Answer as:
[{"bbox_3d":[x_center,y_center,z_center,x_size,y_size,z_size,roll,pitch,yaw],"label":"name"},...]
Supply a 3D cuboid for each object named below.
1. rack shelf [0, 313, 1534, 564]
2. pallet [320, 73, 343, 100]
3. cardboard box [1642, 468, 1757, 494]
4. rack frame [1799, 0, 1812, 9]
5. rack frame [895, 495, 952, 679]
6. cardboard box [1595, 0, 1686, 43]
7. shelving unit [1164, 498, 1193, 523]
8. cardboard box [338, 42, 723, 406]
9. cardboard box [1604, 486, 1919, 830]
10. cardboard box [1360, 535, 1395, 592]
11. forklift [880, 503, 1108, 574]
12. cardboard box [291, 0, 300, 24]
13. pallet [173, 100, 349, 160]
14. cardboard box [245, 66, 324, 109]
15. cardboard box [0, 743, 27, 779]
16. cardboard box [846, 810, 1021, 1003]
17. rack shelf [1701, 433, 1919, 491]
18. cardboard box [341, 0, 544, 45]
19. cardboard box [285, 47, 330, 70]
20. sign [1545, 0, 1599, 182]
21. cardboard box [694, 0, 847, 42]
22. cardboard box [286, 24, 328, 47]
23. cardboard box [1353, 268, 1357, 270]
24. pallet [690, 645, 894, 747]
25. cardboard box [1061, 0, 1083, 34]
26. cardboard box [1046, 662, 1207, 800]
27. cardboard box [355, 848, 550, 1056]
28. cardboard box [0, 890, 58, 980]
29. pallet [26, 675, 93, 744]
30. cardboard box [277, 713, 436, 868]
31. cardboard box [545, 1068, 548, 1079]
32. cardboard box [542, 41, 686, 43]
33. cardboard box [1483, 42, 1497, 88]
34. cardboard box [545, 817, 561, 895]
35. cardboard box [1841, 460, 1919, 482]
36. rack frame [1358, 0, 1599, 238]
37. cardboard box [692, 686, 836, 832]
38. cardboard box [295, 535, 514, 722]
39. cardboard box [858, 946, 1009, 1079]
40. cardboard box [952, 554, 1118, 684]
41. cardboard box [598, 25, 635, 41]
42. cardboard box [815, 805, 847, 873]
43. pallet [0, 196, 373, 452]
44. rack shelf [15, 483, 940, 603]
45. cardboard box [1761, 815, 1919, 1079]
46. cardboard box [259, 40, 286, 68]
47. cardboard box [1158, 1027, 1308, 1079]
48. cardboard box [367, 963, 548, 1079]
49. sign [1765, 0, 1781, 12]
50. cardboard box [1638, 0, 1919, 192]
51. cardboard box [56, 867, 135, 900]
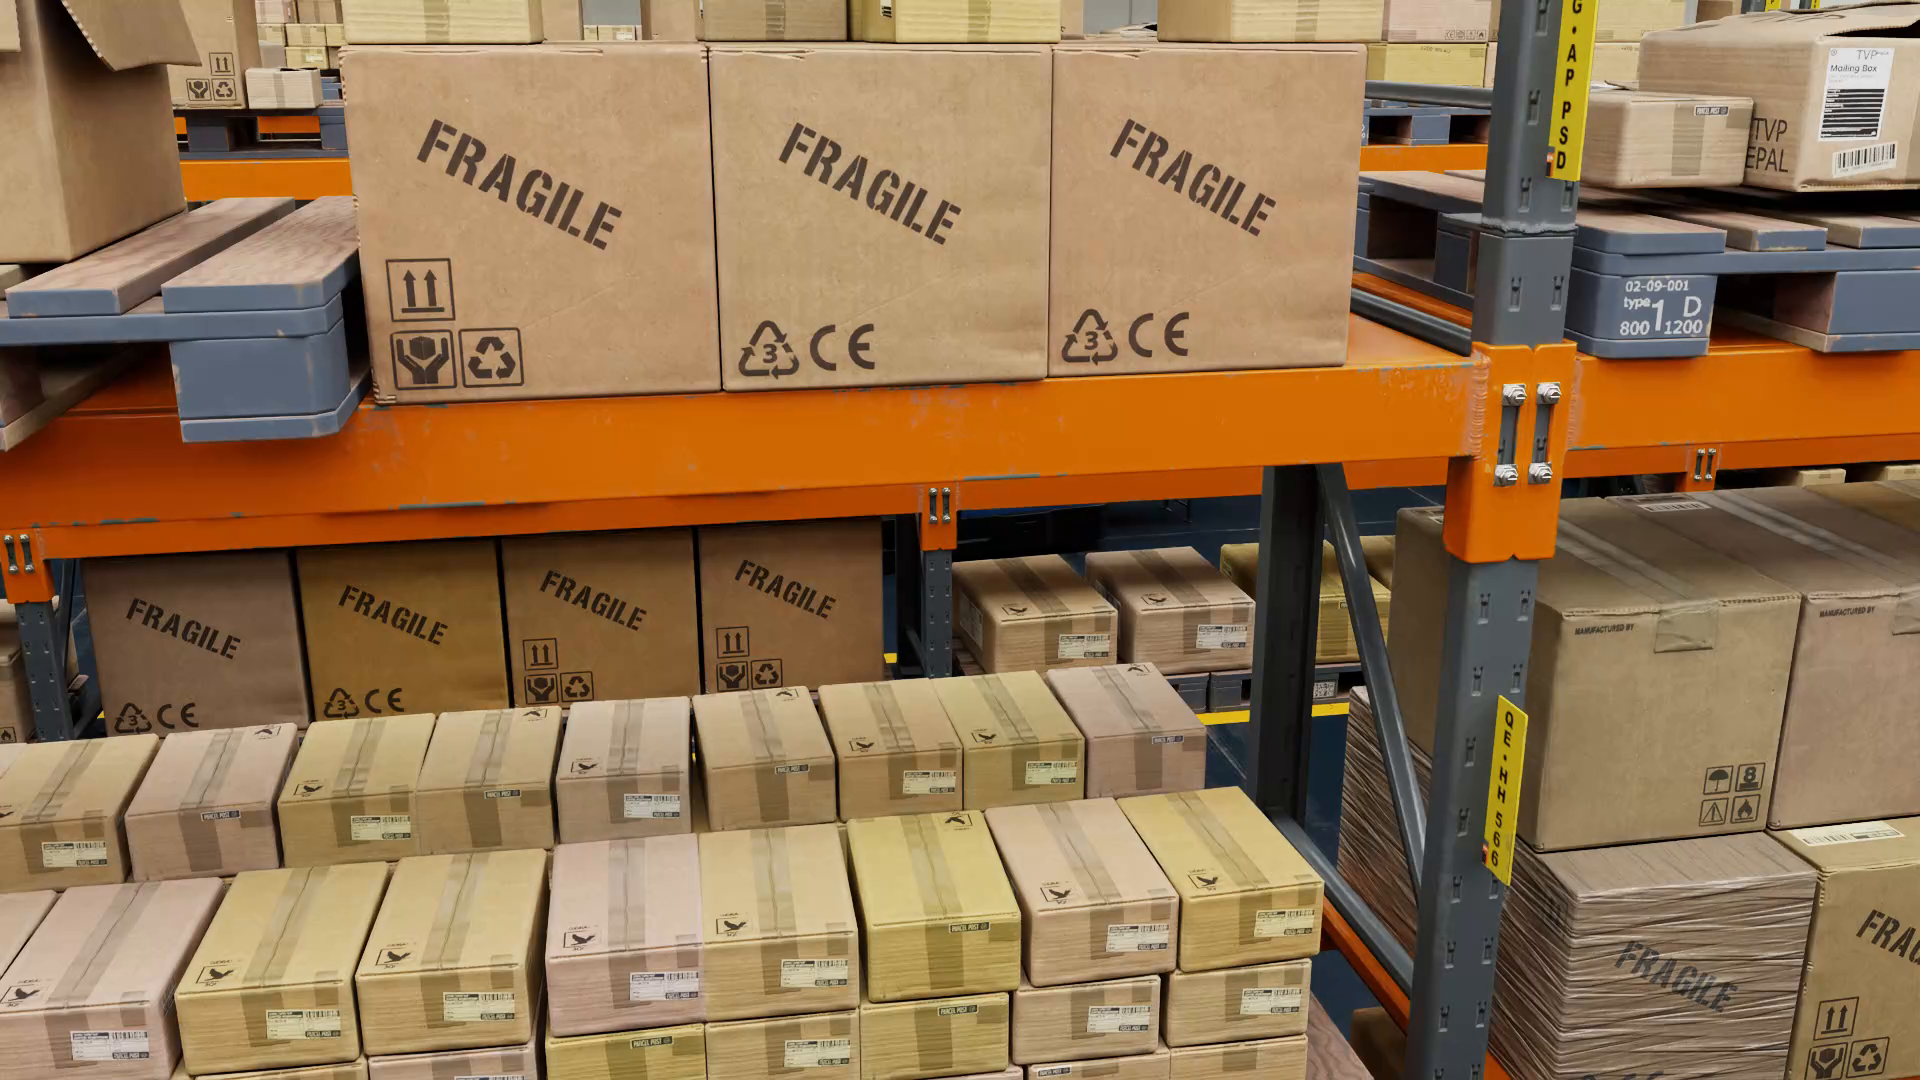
[{"bbox_3d":[-1.119,-0.178,2.898,4.000,0.370,1.077,-3,17,-10],"label":"rack shelf"},{"bbox_3d":[-4.412,-3.188,11.795,1.003,0.211,1.213,-3,17,-10],"label":"pallet"},{"bbox_3d":[4.264,-0.198,9.539,0.500,0.500,0.500,-3,17,-11],"label":"cardboard box"},{"bbox_3d":[6.716,-5.364,13.451,0.127,3.000,1.000,-3,17,-10],"label":"rack frame"},{"bbox_3d":[-0.193,-0.620,8.223,0.127,3.000,1.000,-3,17,-10],"label":"rack frame"},{"bbox_3d":[3.189,-2.576,8.170,0.500,0.250,0.500,-3,17,-9],"label":"cardboard box"},{"bbox_3d":[1.210,-0.858,11.552,0.755,1.500,0.431,-6,18,-18],"label":"shelving unit"},{"bbox_3d":[-0.648,-0.517,2.608,0.500,0.500,0.500,-3,17,-10],"label":"cardboard box"},{"bbox_3d":[1.784,0.225,3.599,0.500,0.500,0.700,-3,17,-11],"label":"cardboard box"},{"bbox_3d":[2.514,0.283,9.041,0.625,0.372,0.950,-2,17,-7],"label":"cardboard box"},{"bbox_3d":[-0.588,-1.341,10.684,3.031,2.935,1.130,-6,18,-18],"label":"forklift"},{"bbox_3d":[-4.779,-3.768,11.691,0.258,0.266,0.396,-3,17,-11],"label":"cardboard box"},{"bbox_3d":[-3.230,-1.805,7.298,1.217,0.209,0.805,-4,18,-13],"label":"pallet"},{"bbox_3d":[-2.812,-1.890,6.931,0.250,0.166,0.380,-4,18,-14],"label":"cardboard box"},{"bbox_3d":[-1.950,0.536,3.156,0.250,0.149,0.380,-3,17,-11],"label":"cardboard box"},{"bbox_3d":[-0.054,0.623,2.873,0.250,0.149,0.380,-3,17,-9],"label":"cardboard box"},{"bbox_3d":[5.698,-0.611,9.416,4.000,0.370,1.077,-3,17,-10],"label":"rack shelf"},{"bbox_3d":[-0.762,-0.872,2.458,0.258,0.266,0.396,-3,17,-10],"label":"cardboard box"},{"bbox_3d":[-4.437,-3.297,11.371,0.250,0.149,0.380,-3,17,-10],"label":"cardboard box"},{"bbox_3d":[0.946,-0.724,2.569,0.005,0.325,0.100,-3,17,-10],"label":"sign"},{"bbox_3d":[-0.354,-1.049,3.036,0.258,0.266,0.396,-3,17,-10],"label":"cardboard box"},{"bbox_3d":[-4.441,-3.458,11.390,0.250,0.149,0.380,-3,17,-10],"label":"cardboard box"},{"bbox_3d":[1.737,-1.207,8.741,0.500,0.500,0.500,-4,18,-13],"label":"cardboard box"},{"bbox_3d":[-0.982,0.735,8.560,1.213,0.211,1.003,-3,17,-10],"label":"pallet"},{"bbox_3d":[0.618,-3.808,12.437,0.500,0.500,0.500,-3,17,-9],"label":"cardboard box"},{"bbox_3d":[0.350,0.406,3.580,0.250,0.149,0.380,-3,17,-10],"label":"cardboard box"},{"bbox_3d":[-0.819,0.667,2.732,0.250,0.149,0.380,-2,17,-8],"label":"cardboard box"},{"bbox_3d":[-1.587,0.711,2.588,0.250,0.149,0.380,-3,17,-11],"label":"cardboard box"},{"bbox_3d":[-4.882,0.955,7.842,1.213,0.211,1.003,-3,17,-10],"label":"pallet"},{"bbox_3d":[-1.181,0.492,3.300,0.250,0.149,0.380,-3,17,-11],"label":"cardboard box"},{"bbox_3d":[-0.813,0.950,2.822,0.250,0.149,0.380,-3,17,-9],"label":"cardboard box"},{"bbox_3d":[-0.746,-0.666,3.093,0.500,0.500,0.500,-3,17,-10],"label":"cardboard box"},{"bbox_3d":[2.690,-2.305,8.139,0.500,0.250,0.500,-3,17,-10],"label":"cardboard box"},{"bbox_3d":[-0.932,0.619,3.393,0.250,0.149,0.380,-3,17,-11],"label":"cardboard box"},{"bbox_3d":[5.003,-0.372,9.000,0.250,0.149,0.380,-3,17,-8],"label":"cardboard box"},{"bbox_3d":[0.845,-2.067,2.714,0.127,3.000,1.000,-3,17,-10],"label":"rack frame"},{"bbox_3d":[-0.411,0.449,3.442,0.250,0.149,0.380,-4,18,-13],"label":"cardboard box"},{"bbox_3d":[-2.642,0.307,8.106,0.875,0.875,0.875,-3,17,-9],"label":"cardboard box"},{"bbox_3d":[-0.073,0.768,2.910,0.250,0.149,0.380,-3,17,-9],"label":"cardboard box"},{"bbox_3d":[0.363,0.406,8.640,0.625,0.372,0.950,-4,18,-14],"label":"cardboard box"},{"bbox_3d":[-2.447,-3.584,11.833,0.250,0.149,0.380,-4,17,-12],"label":"cardboard box"},{"bbox_3d":[-0.195,0.579,3.525,0.250,0.149,0.380,-4,17,-12],"label":"cardboard box"},{"bbox_3d":[-1.438,-0.383,2.660,1.003,0.211,1.213,-3,17,-10],"label":"pallet"},{"bbox_3d":[-2.157,-0.165,7.966,4.000,0.370,1.077,-3,17,-10],"label":"rack shelf"},{"bbox_3d":[1.836,0.777,3.503,0.500,0.500,0.500,-3,17,-11],"label":"cardboard box"},{"bbox_3d":[-3.295,-2.099,7.365,0.500,0.311,0.500,-3,17,-10],"label":"cardboard box"},{"bbox_3d":[0.448,0.880,3.050,0.250,0.149,0.380,-3,17,-10],"label":"cardboard box"},{"bbox_3d":[-0.820,0.809,2.774,0.250,0.149,0.380,-3,17,-9],"label":"cardboard box"},{"bbox_3d":[3.843,-2.553,7.854,0.005,0.325,0.100,-3,17,-10],"label":"sign"},{"bbox_3d":[1.597,-0.816,3.016,0.500,0.311,0.500,-3,17,-10],"label":"cardboard box"},{"bbox_3d":[-1.703,0.663,3.250,0.250,0.149,0.380,-4,18,-13],"label":"cardboard box"}]
